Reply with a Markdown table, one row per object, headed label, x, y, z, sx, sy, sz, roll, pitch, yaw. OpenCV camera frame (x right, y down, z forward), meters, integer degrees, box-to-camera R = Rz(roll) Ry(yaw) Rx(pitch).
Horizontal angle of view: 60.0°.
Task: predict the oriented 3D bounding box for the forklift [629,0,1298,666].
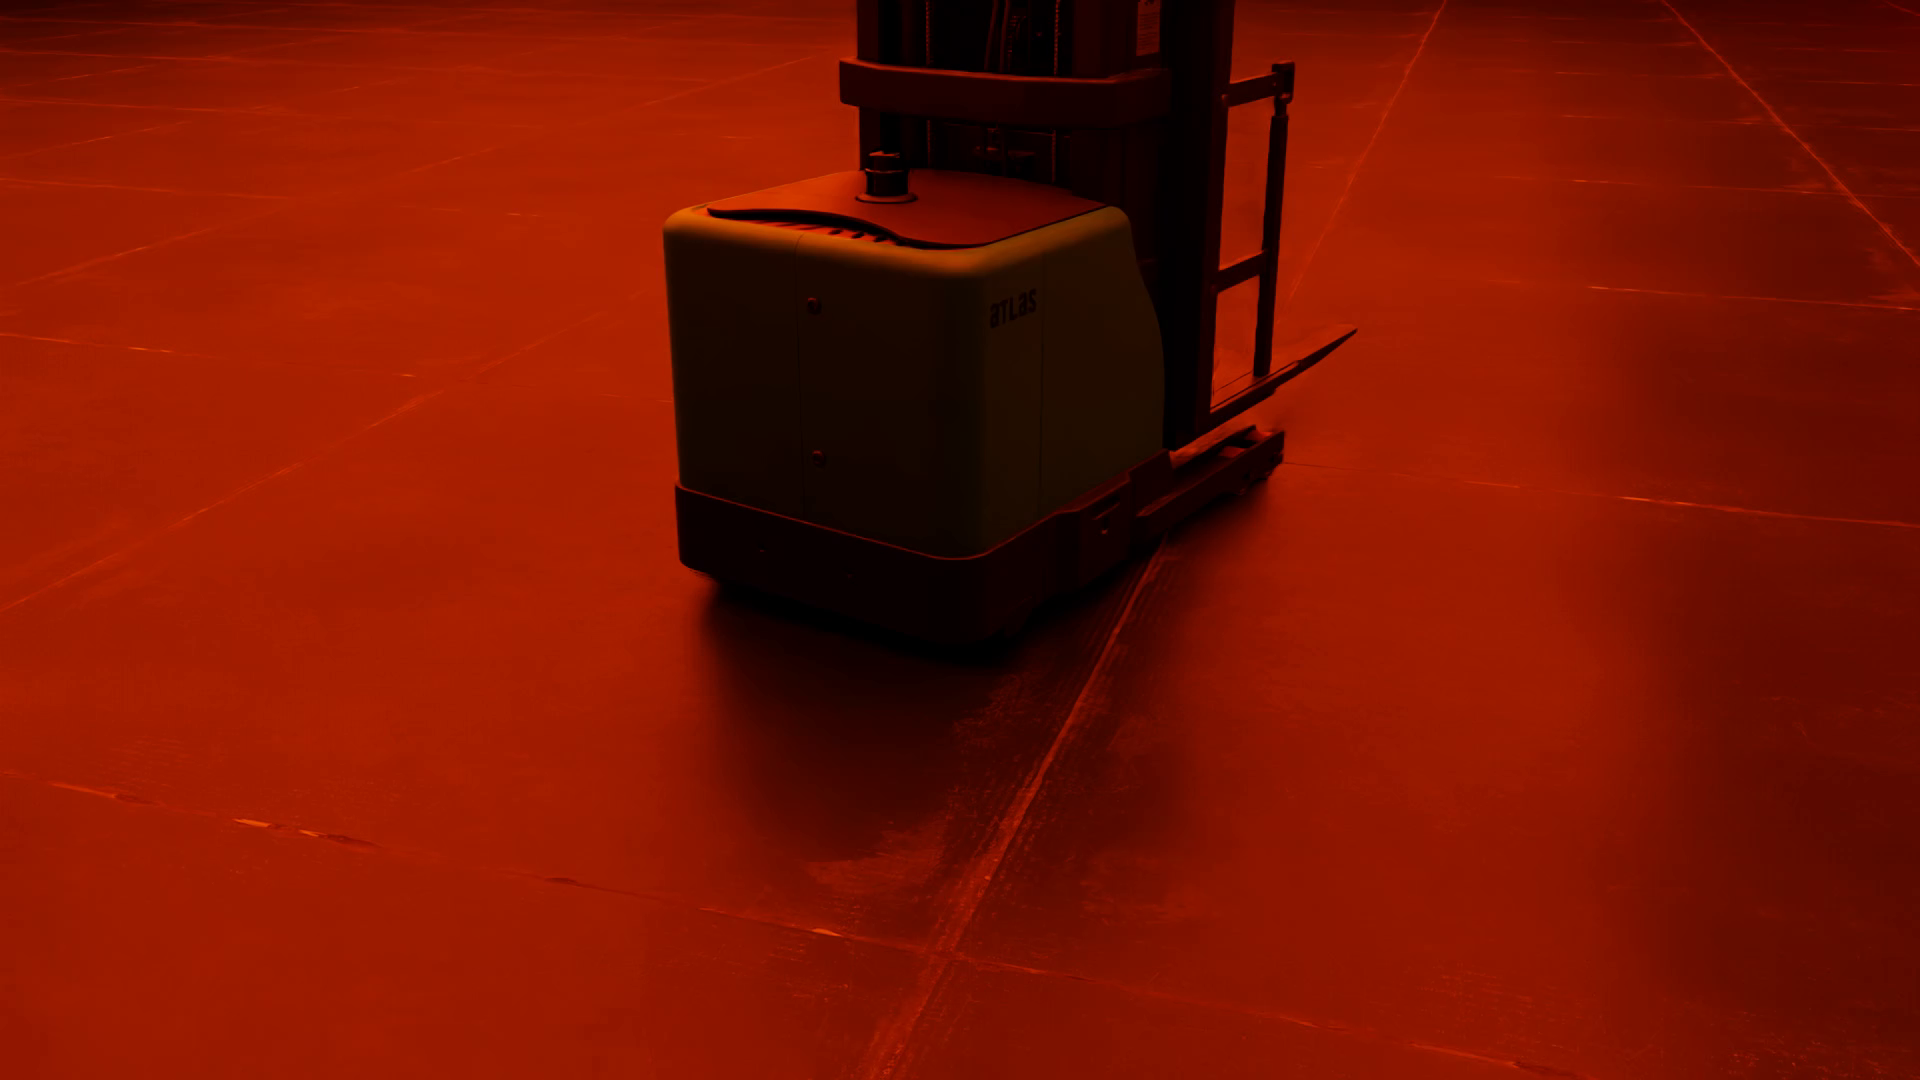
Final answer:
| label | x | y | z | sx | sy | sz | roll | pitch | yaw |
| --- | --- | --- | --- | --- | --- | --- | --- | --- | --- |
| forklift | 0.299 | -1.558 | 5.053 | 1.130 | 2.935 | 3.031 | 12 | 25 | 27 |
